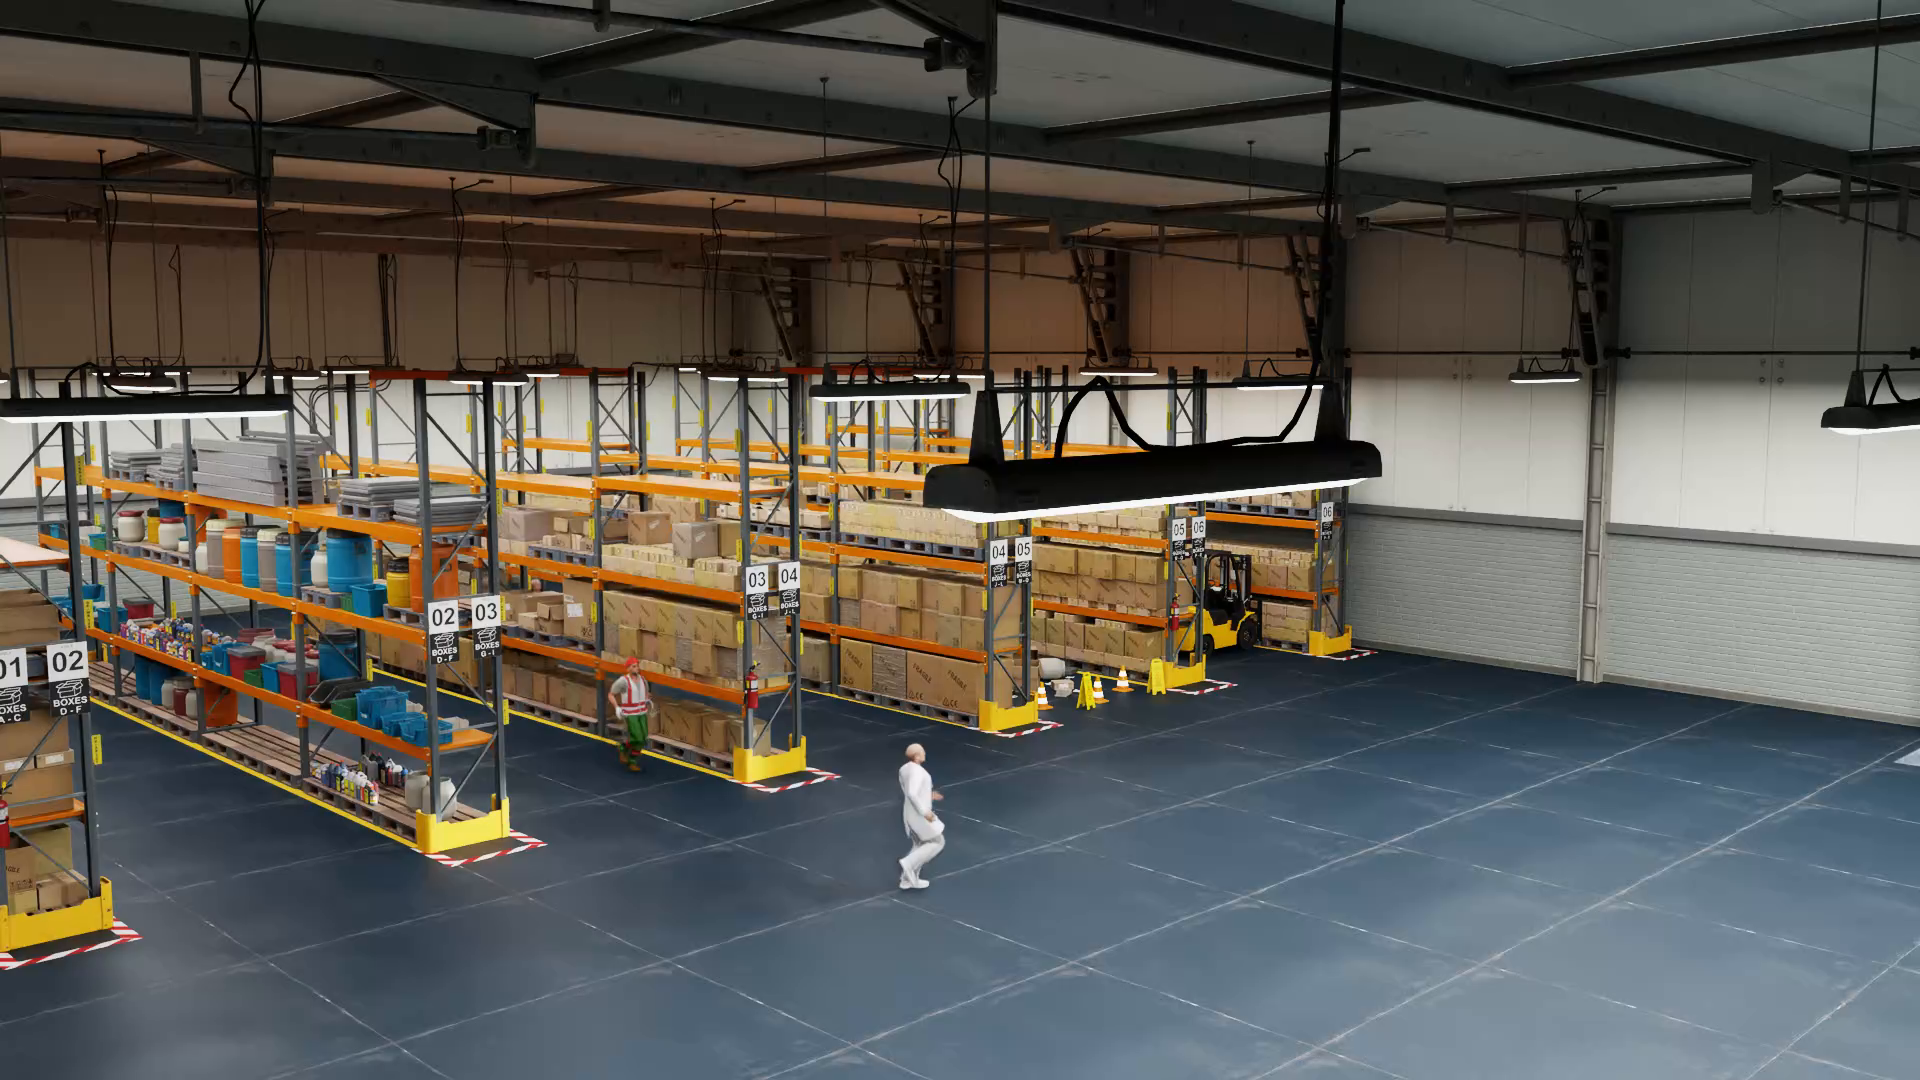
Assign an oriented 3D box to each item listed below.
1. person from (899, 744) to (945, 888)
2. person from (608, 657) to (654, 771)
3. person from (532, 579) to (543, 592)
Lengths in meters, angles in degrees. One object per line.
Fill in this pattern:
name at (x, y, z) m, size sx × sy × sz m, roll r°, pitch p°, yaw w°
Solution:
person at (-0.457, 3.258, 19.643) m, size 0.627 × 1.738 × 0.702 m, roll -3°, pitch 7°, yaw -24°
person at (-4.900, 2.635, 25.112) m, size 0.587 × 1.742 × 0.653 m, roll 5°, pitch 8°, yaw 40°
person at (-8.519, 1.682, 33.468) m, size 0.852 × 1.787 × 0.670 m, roll 5°, pitch 8°, yaw 36°
